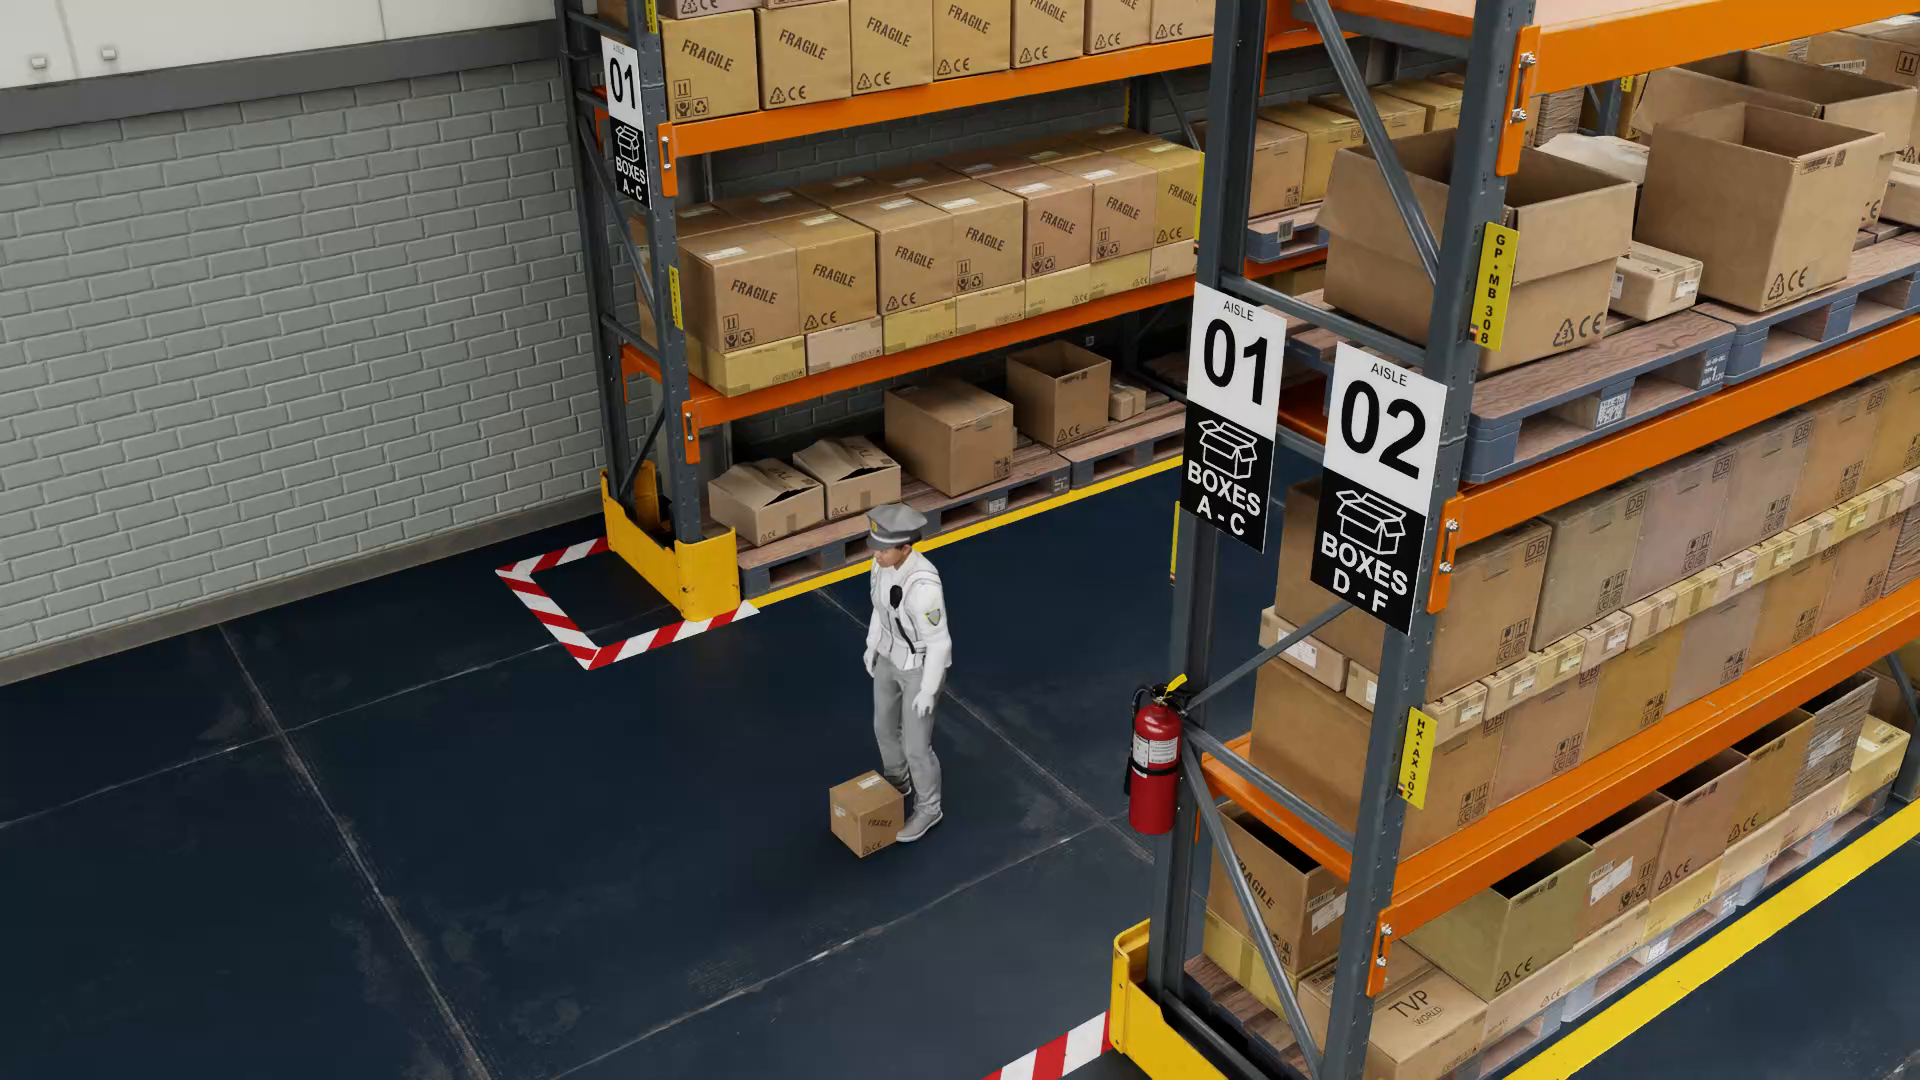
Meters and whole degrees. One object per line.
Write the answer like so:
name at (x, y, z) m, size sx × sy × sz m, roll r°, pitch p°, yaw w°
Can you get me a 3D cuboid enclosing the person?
person at (-0.245, 0.586, 7.553) m, size 0.371 × 1.664 × 0.530 m, roll -19°, pitch 34°, yaw -30°
